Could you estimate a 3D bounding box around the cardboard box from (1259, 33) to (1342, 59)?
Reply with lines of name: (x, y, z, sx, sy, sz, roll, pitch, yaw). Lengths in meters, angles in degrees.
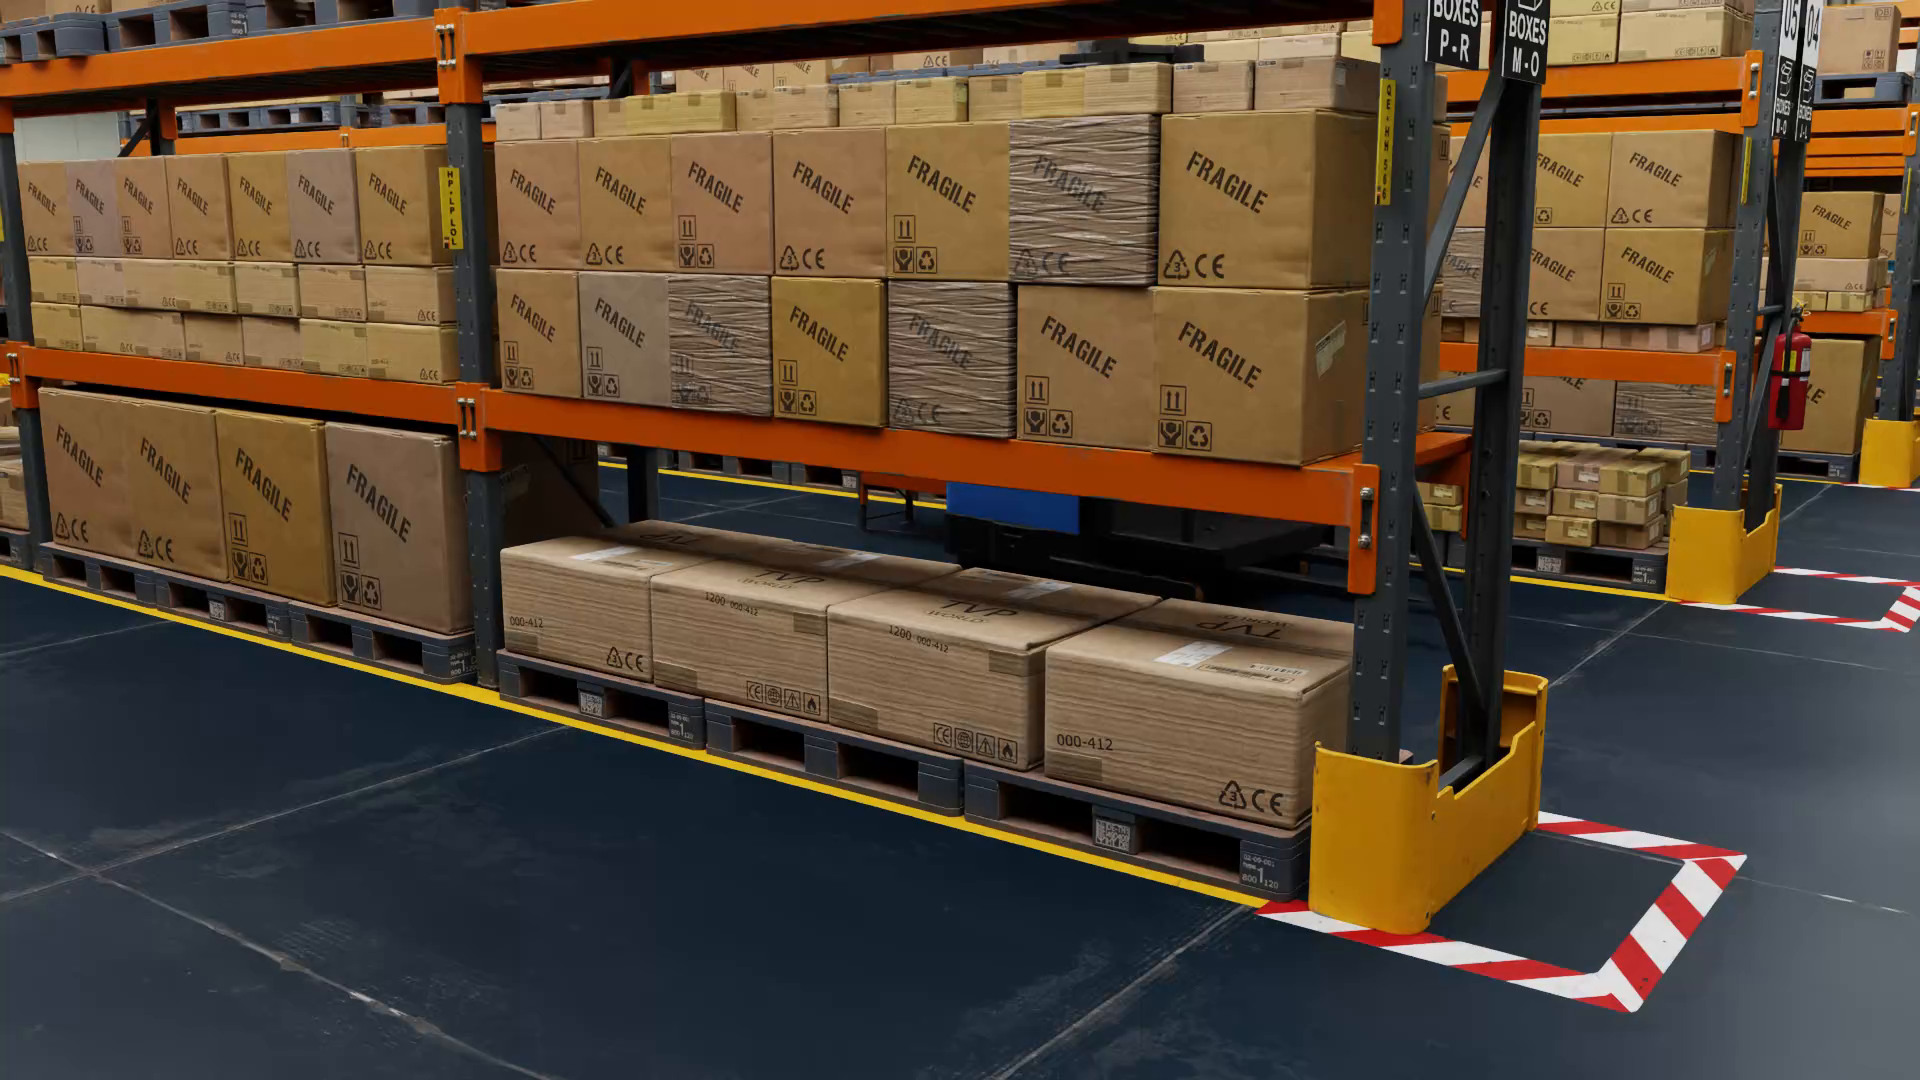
cardboard box: (2.127, -2.865, 9.937, 0.500, 0.250, 0.500, 9, 14, 38)

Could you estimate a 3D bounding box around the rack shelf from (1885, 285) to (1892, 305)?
rack shelf: (8.653, -2.603, 17.980, 4.000, 0.370, 1.077, 8, 13, 36)

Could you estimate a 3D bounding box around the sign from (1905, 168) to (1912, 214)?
sign: (7.001, -2.576, 12.276, 0.005, 0.325, 0.100, 8, 13, 36)

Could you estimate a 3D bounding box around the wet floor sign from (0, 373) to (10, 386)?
wet floor sign: (-9.775, -1.568, 16.935, 0.232, 0.644, 0.267, 5, 12, 26)

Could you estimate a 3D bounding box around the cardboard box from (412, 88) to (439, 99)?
cardboard box: (-4.667, -4.024, 14.827, 0.380, 0.149, 0.250, 8, 13, 36)

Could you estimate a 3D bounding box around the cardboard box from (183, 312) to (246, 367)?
cardboard box: (-3.491, -1.018, 8.289, 0.500, 0.250, 0.500, 8, 13, 36)

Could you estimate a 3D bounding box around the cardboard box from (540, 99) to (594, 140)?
cardboard box: (-1.439, -1.662, 6.621, 0.250, 0.149, 0.380, 8, 14, 36)

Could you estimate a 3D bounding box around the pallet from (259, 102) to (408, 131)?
pallet: (-6.009, -4.097, 16.144, 1.213, 0.211, 1.003, 8, 13, 36)

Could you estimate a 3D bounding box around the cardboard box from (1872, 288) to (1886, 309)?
cardboard box: (7.243, -1.940, 13.321, 0.250, 0.149, 0.380, 8, 14, 36)

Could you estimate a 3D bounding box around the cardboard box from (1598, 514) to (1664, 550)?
cardboard box: (3.769, -0.059, 9.335, 0.250, 0.149, 0.380, 8, 14, 36)

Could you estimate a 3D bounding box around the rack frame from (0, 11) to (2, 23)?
rack frame: (-4.980, -4.300, 9.067, 0.127, 3.000, 1.000, 8, 13, 36)

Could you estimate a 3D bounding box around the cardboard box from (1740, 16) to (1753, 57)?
cardboard box: (4.106, -2.713, 9.156, 0.500, 0.250, 0.500, 9, 14, 38)

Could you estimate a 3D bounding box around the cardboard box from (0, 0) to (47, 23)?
cardboard box: (-5.738, -2.985, 9.901, 0.500, 0.500, 0.700, 8, 13, 36)

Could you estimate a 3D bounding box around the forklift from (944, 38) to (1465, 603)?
forklift: (1.320, -1.176, 8.893, 3.031, 2.935, 1.130, 10, 15, 43)

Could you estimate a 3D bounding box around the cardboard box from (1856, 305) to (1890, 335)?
cardboard box: (14.263, -3.462, 26.000, 0.500, 0.500, 0.700, 8, 14, 37)

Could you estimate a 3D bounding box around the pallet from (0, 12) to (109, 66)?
pallet: (-4.430, -2.671, 9.037, 1.003, 0.211, 1.213, 9, 14, 38)

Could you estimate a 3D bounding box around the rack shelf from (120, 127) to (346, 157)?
rack shelf: (-6.968, -3.918, 16.883, 4.000, 0.370, 1.077, 8, 13, 36)

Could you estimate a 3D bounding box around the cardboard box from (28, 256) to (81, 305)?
cardboard box: (-4.718, -1.432, 9.113, 0.500, 0.250, 0.500, 8, 13, 35)

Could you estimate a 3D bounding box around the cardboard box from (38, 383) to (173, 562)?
cardboard box: (-4.473, -0.428, 9.331, 0.875, 0.875, 0.875, 8, 13, 35)

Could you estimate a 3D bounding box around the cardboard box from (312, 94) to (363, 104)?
cardboard box: (-5.839, -4.171, 15.585, 0.250, 0.149, 0.380, 8, 13, 35)

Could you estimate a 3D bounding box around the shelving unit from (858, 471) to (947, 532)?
shelving unit: (-0.099, -0.580, 10.566, 1.048, 1.125, 0.538, 9, 14, 39)

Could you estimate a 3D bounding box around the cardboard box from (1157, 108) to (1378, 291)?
cardboard box: (0.938, -1.013, 4.975, 0.500, 0.500, 0.500, 9, 14, 37)

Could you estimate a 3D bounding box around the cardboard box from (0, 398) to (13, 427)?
cardboard box: (-8.262, -0.907, 13.898, 0.500, 0.500, 0.500, -3, 11, -13)

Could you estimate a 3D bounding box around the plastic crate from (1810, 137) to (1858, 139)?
plastic crate: (9.197, -4.387, 17.575, 0.767, 0.338, 0.504, 8, 13, 36)

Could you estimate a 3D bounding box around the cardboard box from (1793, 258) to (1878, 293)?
cardboard box: (6.786, -2.059, 12.887, 0.500, 0.250, 0.500, 8, 13, 35)

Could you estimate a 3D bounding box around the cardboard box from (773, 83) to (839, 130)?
cardboard box: (-0.439, -1.514, 5.857, 0.250, 0.149, 0.380, 8, 14, 36)

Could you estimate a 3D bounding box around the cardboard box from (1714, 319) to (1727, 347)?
cardboard box: (4.249, -1.188, 9.435, 0.250, 0.149, 0.380, 8, 13, 35)

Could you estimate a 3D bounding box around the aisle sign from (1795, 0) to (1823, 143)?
aisle sign: (4.553, -2.539, 8.911, 0.004, 0.787, 0.394, 8, 13, 36)

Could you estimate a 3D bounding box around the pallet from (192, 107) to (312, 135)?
pallet: (-6.988, -4.234, 16.854, 1.213, 0.211, 1.003, 8, 13, 36)

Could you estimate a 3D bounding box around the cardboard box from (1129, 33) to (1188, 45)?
cardboard box: (1.338, -3.228, 10.500, 0.500, 0.250, 0.500, 9, 14, 37)

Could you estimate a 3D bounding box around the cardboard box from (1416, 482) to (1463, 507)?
cardboard box: (2.877, -0.307, 9.838, 0.250, 0.149, 0.380, 8, 14, 36)

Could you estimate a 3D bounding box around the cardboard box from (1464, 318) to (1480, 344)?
cardboard box: (3.083, -1.214, 9.567, 0.250, 0.149, 0.380, 7, 13, 33)

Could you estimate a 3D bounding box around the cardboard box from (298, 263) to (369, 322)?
cardboard box: (-2.663, -1.145, 7.627, 0.500, 0.250, 0.500, 8, 14, 37)

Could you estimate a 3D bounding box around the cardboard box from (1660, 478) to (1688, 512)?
cardboard box: (4.046, -0.276, 9.674, 0.250, 0.149, 0.380, 9, 14, 38)

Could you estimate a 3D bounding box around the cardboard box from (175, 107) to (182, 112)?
cardboard box: (-7.881, -4.455, 17.058, 0.250, 0.149, 0.380, 8, 14, 36)

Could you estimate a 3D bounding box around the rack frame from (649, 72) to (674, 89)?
rack frame: (-2.132, -5.070, 13.043, 0.127, 3.000, 1.000, 8, 13, 36)

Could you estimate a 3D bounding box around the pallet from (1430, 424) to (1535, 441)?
pallet: (4.676, -0.956, 14.915, 1.213, 0.211, 1.003, 8, 13, 36)

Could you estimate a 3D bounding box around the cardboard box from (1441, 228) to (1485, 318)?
cardboard box: (2.976, -1.545, 9.573, 0.500, 0.500, 0.500, 8, 14, 36)

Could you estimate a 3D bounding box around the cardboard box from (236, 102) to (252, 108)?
cardboard box: (-6.866, -4.313, 16.324, 0.250, 0.149, 0.380, 8, 13, 35)

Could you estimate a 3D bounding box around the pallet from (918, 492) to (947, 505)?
pallet: (0.464, -0.393, 12.004, 1.213, 0.211, 1.003, 8, 13, 36)

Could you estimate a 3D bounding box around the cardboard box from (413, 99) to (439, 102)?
cardboard box: (-4.692, -4.173, 15.333, 0.500, 0.250, 0.500, 8, 14, 36)

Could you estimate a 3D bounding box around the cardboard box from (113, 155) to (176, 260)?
cardboard box: (-3.914, -1.687, 8.458, 0.500, 0.500, 0.500, 8, 14, 37)

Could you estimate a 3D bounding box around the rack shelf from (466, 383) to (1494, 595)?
rack shelf: (-0.144, -0.327, 6.218, 4.000, 0.370, 1.077, 8, 13, 36)

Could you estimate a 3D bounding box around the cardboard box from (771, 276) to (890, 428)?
cardboard box: (-0.317, -0.690, 5.933, 0.500, 0.500, 0.500, 8, 14, 37)

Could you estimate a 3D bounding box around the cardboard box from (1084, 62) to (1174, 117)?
cardboard box: (0.583, -1.365, 5.083, 0.250, 0.149, 0.380, 8, 13, 35)

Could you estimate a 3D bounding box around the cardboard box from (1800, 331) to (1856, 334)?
cardboard box: (11.494, -2.719, 22.099, 0.637, 0.503, 0.797, 8, 13, 36)

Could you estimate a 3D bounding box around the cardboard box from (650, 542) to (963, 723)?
cardboard box: (-0.592, 0.334, 6.546, 0.875, 0.438, 0.875, 7, 13, 34)

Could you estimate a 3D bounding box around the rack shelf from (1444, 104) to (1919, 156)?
rack shelf: (5.722, -3.317, 13.775, 4.000, 0.370, 1.077, 8, 13, 36)

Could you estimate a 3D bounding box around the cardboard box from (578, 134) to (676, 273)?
cardboard box: (-1.112, -1.297, 6.441, 0.500, 0.500, 0.500, 8, 13, 35)

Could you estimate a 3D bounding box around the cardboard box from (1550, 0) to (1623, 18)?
cardboard box: (3.382, -2.939, 9.008, 0.500, 0.250, 0.500, 8, 13, 34)

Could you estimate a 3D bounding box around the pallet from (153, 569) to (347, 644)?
pallet: (-3.410, 0.251, 8.674, 1.213, 0.211, 1.003, 8, 13, 36)

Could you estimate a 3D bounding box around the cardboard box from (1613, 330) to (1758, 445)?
cardboard box: (6.037, -1.298, 13.829, 0.875, 0.875, 0.875, 8, 13, 36)

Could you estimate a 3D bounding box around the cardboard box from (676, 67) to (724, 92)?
cardboard box: (-1.829, -3.541, 12.775, 0.500, 0.500, 0.500, 8, 13, 36)

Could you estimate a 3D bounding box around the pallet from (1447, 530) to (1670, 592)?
pallet: (3.621, 0.039, 9.772, 1.213, 0.211, 1.003, 8, 13, 36)

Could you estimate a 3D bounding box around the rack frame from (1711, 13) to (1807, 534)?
rack frame: (4.316, -1.225, 8.963, 0.127, 3.000, 1.000, 8, 13, 36)
